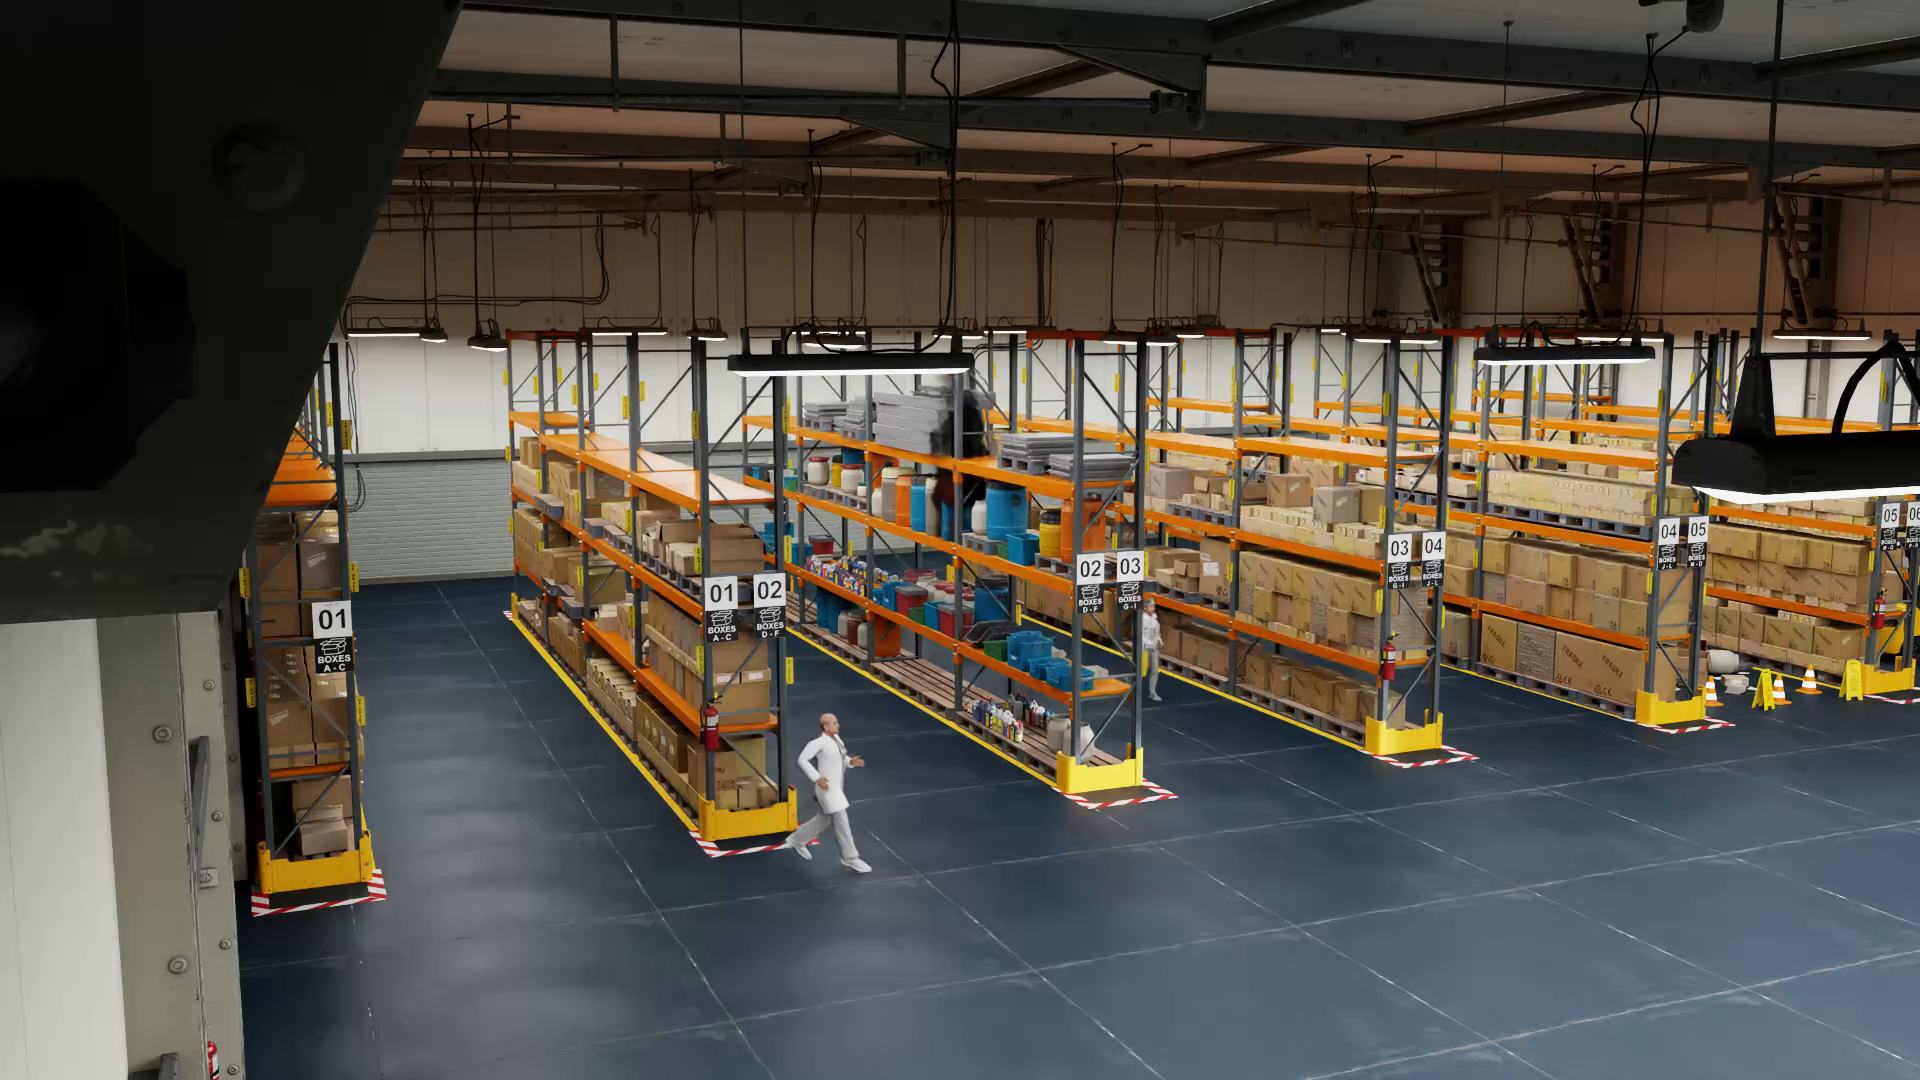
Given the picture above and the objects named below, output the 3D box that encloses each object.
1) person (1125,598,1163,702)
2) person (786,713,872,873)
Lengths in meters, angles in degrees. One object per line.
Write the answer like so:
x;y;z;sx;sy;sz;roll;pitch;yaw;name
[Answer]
3.079;1.776;27.473;0.641;1.697;0.761;-6;10;-36;person
-1.508;2.865;18.991;1.046;1.802;0.705;2;8;11;person
